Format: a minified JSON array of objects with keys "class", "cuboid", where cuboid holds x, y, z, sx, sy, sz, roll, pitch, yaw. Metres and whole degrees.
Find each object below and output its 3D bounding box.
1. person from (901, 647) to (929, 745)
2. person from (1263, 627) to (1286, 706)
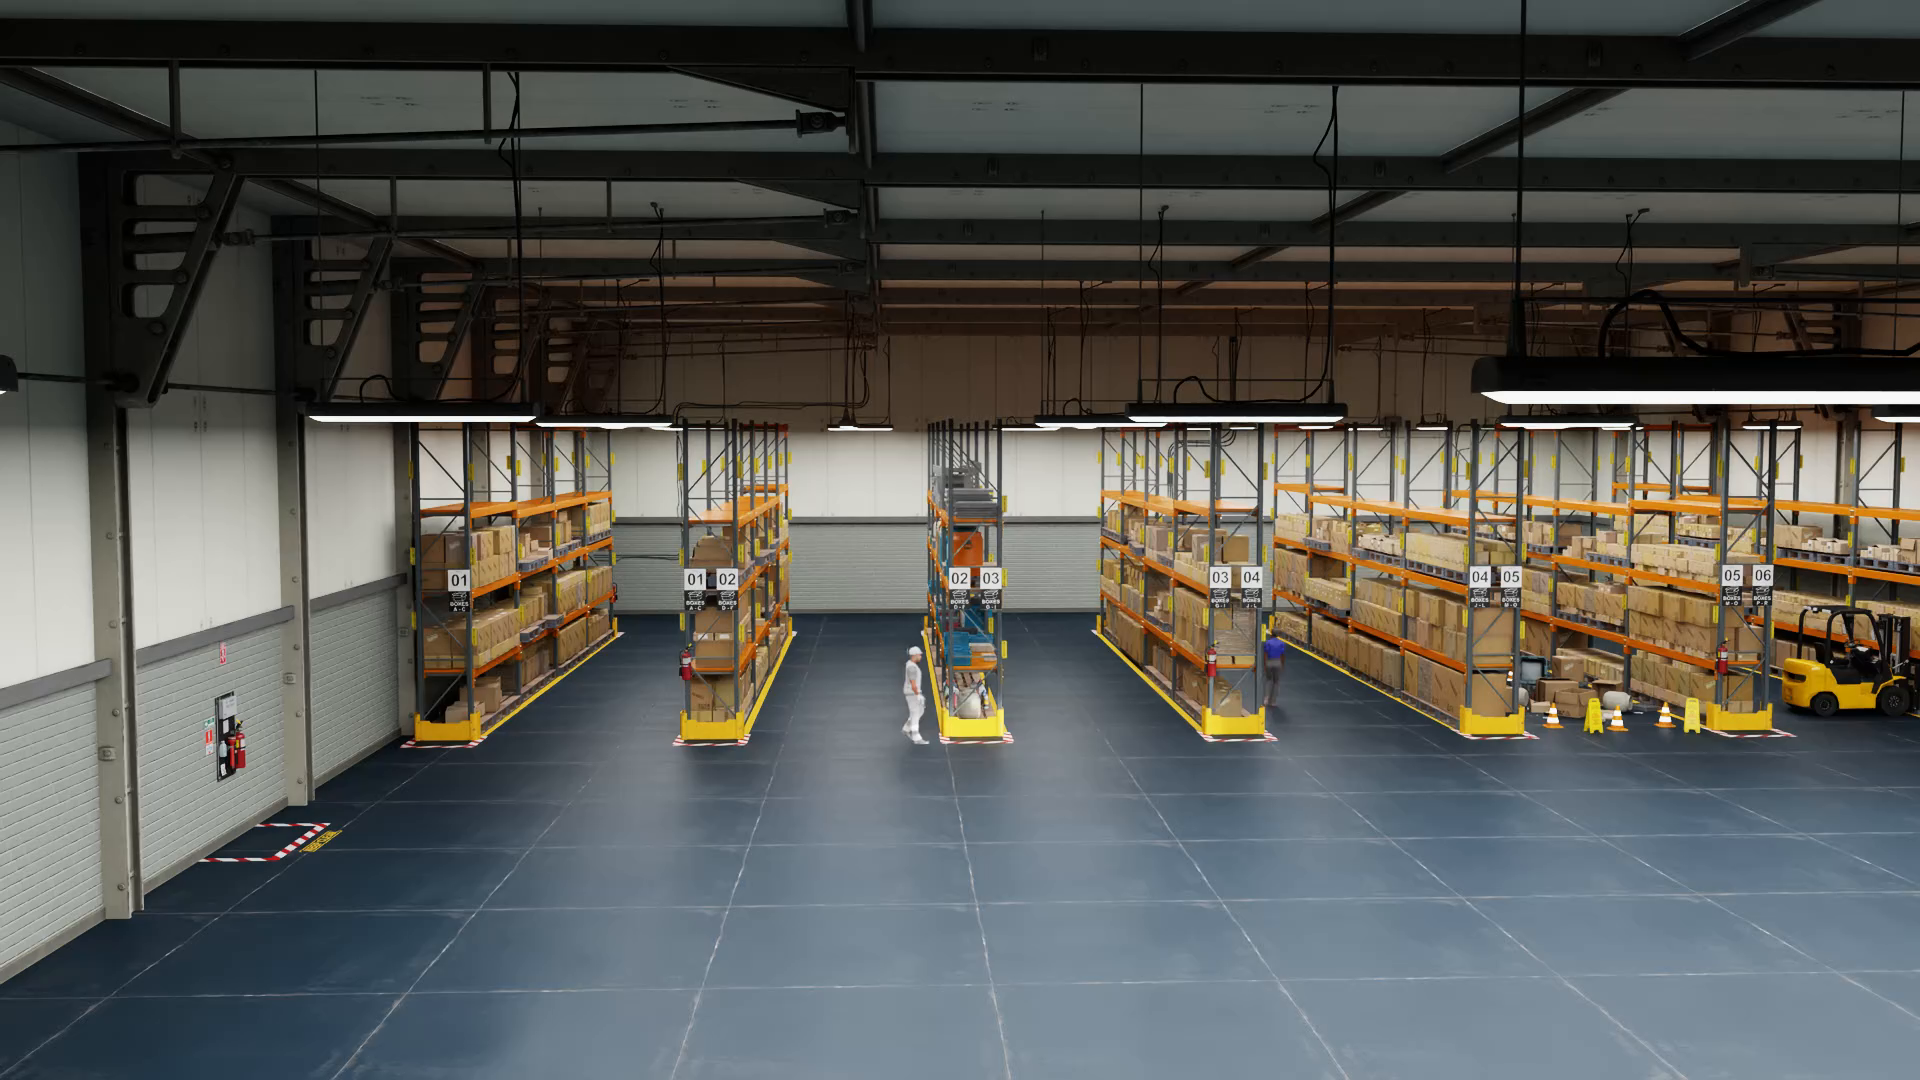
[{"class":"person","cuboid":[-0.833,2.860,30.745,0.540,1.787,0.669,0,4,1]},{"class":"person","cuboid":[6.608,2.656,34.850,0.437,1.663,0.422,2,4,32]}]
